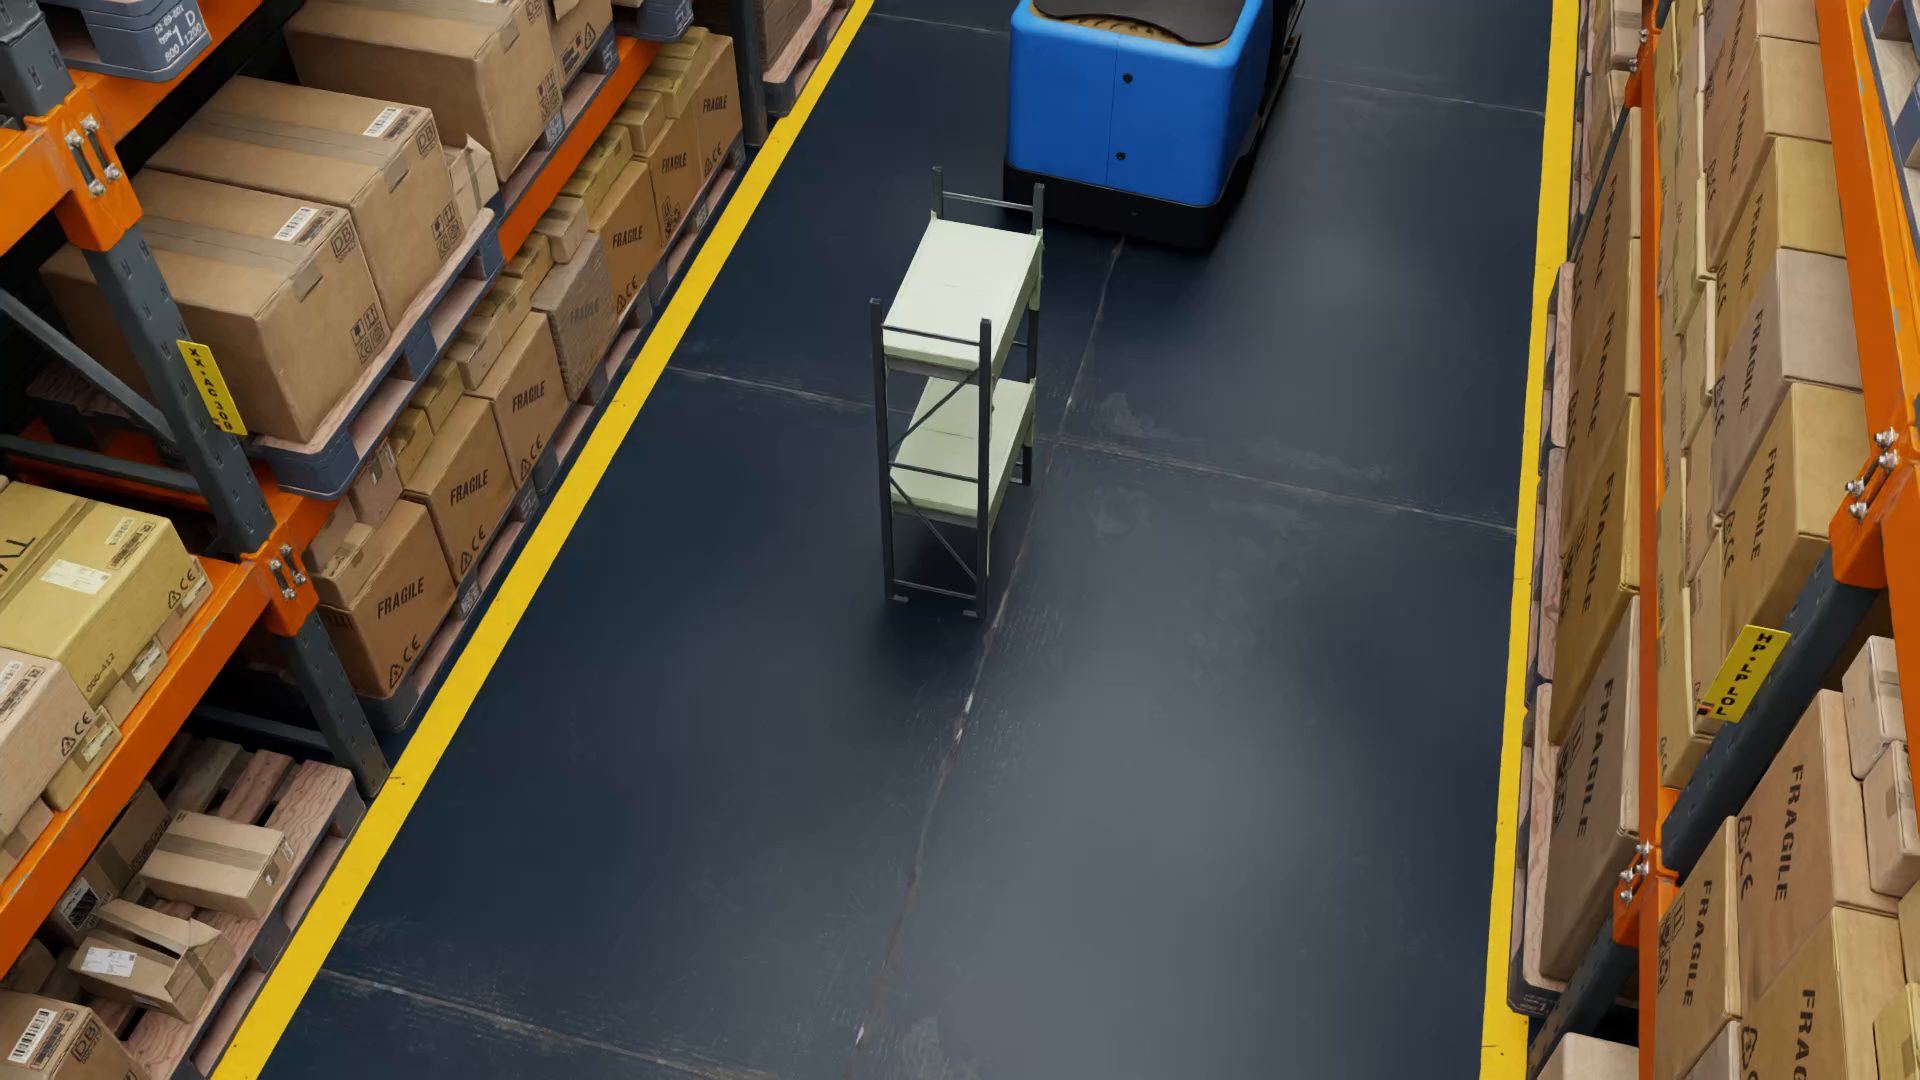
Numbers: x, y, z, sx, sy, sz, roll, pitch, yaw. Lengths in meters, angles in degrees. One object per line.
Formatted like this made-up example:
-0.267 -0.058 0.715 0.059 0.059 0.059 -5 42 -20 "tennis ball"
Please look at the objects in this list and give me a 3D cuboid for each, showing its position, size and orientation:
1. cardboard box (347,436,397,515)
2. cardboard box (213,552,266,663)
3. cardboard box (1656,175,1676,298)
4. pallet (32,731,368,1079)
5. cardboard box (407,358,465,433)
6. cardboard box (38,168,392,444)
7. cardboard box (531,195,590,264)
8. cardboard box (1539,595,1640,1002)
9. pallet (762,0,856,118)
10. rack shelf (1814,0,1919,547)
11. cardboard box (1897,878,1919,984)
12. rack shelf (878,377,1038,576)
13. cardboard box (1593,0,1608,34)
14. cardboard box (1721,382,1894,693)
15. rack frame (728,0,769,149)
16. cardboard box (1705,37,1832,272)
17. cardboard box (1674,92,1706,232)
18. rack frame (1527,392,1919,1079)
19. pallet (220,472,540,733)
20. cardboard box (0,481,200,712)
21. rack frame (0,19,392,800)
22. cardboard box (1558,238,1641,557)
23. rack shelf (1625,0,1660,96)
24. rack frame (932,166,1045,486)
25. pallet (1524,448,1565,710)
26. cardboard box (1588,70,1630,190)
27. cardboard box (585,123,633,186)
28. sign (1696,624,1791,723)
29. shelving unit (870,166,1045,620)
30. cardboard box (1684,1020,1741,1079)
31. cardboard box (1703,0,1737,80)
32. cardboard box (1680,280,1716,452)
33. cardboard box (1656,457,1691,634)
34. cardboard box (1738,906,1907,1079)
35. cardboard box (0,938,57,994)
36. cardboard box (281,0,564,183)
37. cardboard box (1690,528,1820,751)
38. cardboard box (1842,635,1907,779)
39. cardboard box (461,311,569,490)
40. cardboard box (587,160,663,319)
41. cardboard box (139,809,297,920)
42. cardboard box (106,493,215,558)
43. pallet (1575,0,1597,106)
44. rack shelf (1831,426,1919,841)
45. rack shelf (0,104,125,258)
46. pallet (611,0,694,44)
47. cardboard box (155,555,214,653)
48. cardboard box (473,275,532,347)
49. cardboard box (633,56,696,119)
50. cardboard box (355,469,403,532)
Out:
-2.154 -0.249 5.644 0.380 0.149 0.250 9 49 8 "cardboard box"
-2.684 0.055 6.007 0.500 0.500 0.500 11 50 10 "cardboard box"
2.681 -1.029 5.677 0.500 0.250 0.500 13 50 11 "cardboard box"
-2.709 1.199 5.470 1.003 0.211 1.213 12 50 10 "pallet"
-2.063 -0.558 6.115 0.380 0.149 0.250 11 49 9 "cardboard box"
-2.185 -0.698 4.937 0.700 0.500 0.500 13 50 11 "cardboard box"
-1.737 -1.279 6.751 0.380 0.149 0.250 9 49 8 "cardboard box"
2.348 0.857 5.049 0.875 0.875 0.875 13 50 11 "cardboard box"
-1.221 -2.778 8.980 1.003 0.211 1.213 12 50 10 "pallet"
2.788 -1.444 4.422 1.077 0.370 4.000 12 50 10 "rack shelf"
1.850 0.737 2.851 0.380 0.149 0.250 11 49 10 "cardboard box"
0.002 -0.285 6.355 0.431 0.370 0.720 12 50 10 "rack shelf"
3.865 -2.895 8.696 0.950 0.372 0.625 13 50 11 "cardboard box"
2.137 0.020 3.917 0.500 0.500 0.500 13 50 11 "cardboard box"
-1.475 -3.113 7.416 1.000 3.000 0.127 12 50 10 "rack frame"
2.541 -1.096 4.902 0.500 0.500 0.500 12 50 11 "cardboard box"
2.663 -1.203 5.496 0.500 0.250 0.500 11 50 10 "cardboard box"
2.262 0.757 4.000 1.000 3.000 0.127 12 50 10 "rack frame"
-2.350 0.107 6.434 1.003 0.211 1.213 12 50 10 "pallet"
-2.426 0.148 4.440 0.500 0.250 0.500 13 50 11 "cardboard box"
-2.528 -0.220 4.862 1.000 3.000 0.127 12 50 10 "rack frame"
2.814 -0.445 6.198 0.875 0.875 0.875 12 50 10 "cardboard box"
3.841 -3.345 8.100 1.077 0.370 4.000 12 50 10 "rack shelf"
0.098 -0.766 6.344 0.400 1.500 0.023 12 50 10 "rack frame"
2.712 0.221 6.333 1.003 0.211 1.213 12 50 10 "pallet"
3.473 -1.813 7.741 0.950 0.372 0.625 9 49 7 "cardboard box"
-1.628 -1.665 7.092 0.380 0.149 0.250 13 50 11 "cardboard box"
1.736 0.300 3.684 0.100 0.325 0.005 12 50 10 "sign"
0.002 -0.501 6.111 0.431 1.500 0.755 12 50 10 "shelving unit"
1.750 1.375 3.388 0.500 0.500 0.500 12 50 10 "cardboard box"
2.828 -1.831 5.551 0.500 0.500 0.500 12 50 10 "cardboard box"
2.398 -0.465 4.845 0.500 0.250 0.500 13 50 11 "cardboard box"
2.272 0.064 4.712 0.500 0.250 0.500 11 49 10 "cardboard box"
1.764 1.054 3.005 0.500 0.500 0.500 11 49 10 "cardboard box"
-3.044 1.329 5.116 0.380 0.149 0.250 11 49 10 "cardboard box"
-1.842 -1.640 5.769 0.700 0.500 0.500 11 50 10 "cardboard box"
2.143 0.274 4.193 0.500 0.250 0.500 12 50 10 "cardboard box"
1.929 0.355 3.188 0.380 0.149 0.250 11 49 9 "cardboard box"
-1.917 -0.585 6.571 0.500 0.500 0.500 10 49 9 "cardboard box"
-1.656 -1.338 7.236 0.500 0.500 0.500 14 50 12 "cardboard box"
-2.391 1.045 5.367 0.380 0.149 0.250 10 49 9 "cardboard box"
-2.709 -0.070 5.684 0.380 0.149 0.250 10 49 9 "cardboard box"
3.845 -2.658 8.874 1.003 0.211 1.213 12 50 10 "pallet"
1.736 1.449 1.869 1.077 0.370 4.000 12 50 10 "rack shelf"
-3.054 0.472 2.731 1.077 0.370 4.000 12 50 10 "rack shelf"
-1.586 -2.546 7.043 1.213 0.211 1.003 12 50 10 "pallet"
-2.368 0.144 4.709 0.380 0.149 0.250 12 50 11 "cardboard box"
-1.893 -0.910 6.426 0.380 0.149 0.250 13 50 11 "cardboard box"
-1.402 -2.029 7.413 0.380 0.149 0.250 9 49 8 "cardboard box"
-2.178 -0.169 5.772 0.380 0.149 0.250 10 49 9 "cardboard box"
